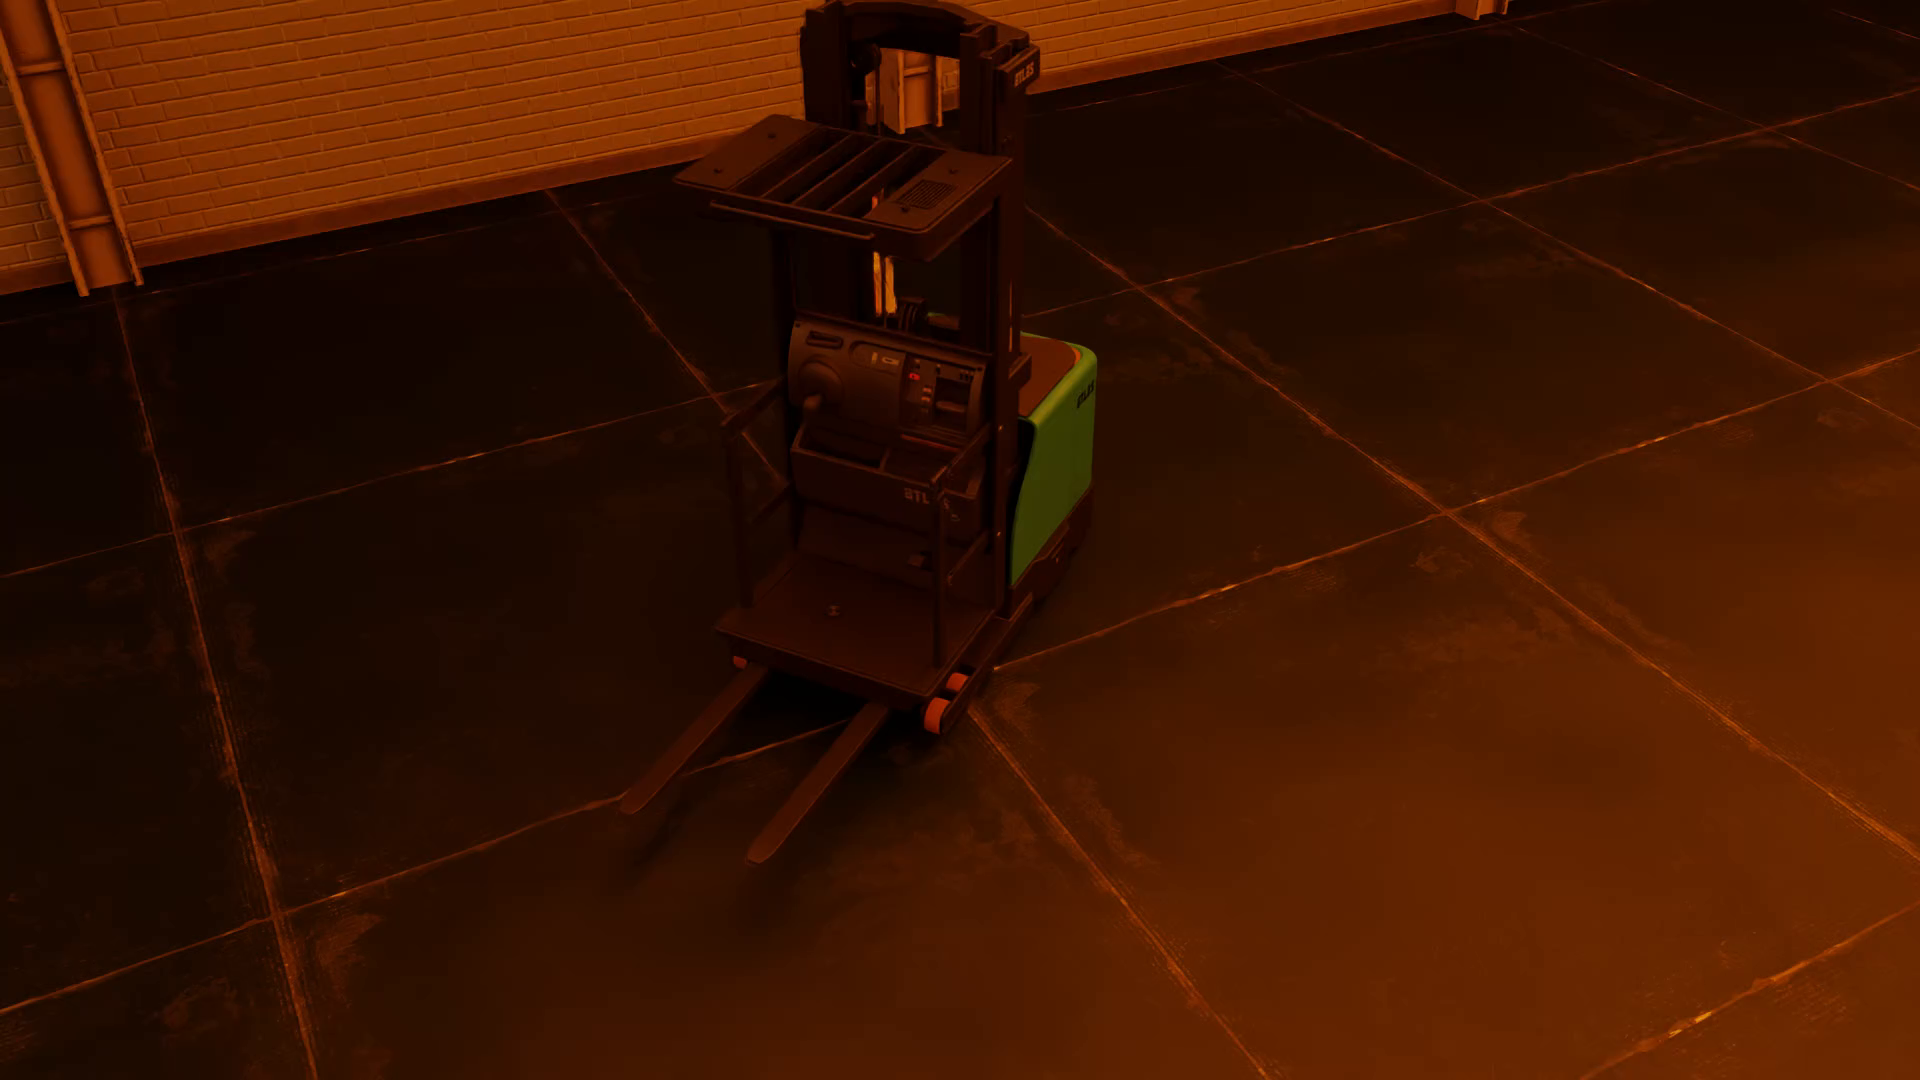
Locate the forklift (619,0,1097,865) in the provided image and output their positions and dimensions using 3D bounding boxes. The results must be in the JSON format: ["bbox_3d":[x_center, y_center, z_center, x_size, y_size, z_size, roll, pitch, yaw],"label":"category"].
[{"bbox_3d":[-0.415,-0.619,6.998,1.130,2.935,3.031,16,38,21],"label":"forklift"}]

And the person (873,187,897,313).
[{"bbox_3d":[-0.527,-1.228,9.027,0.484,1.596,0.780,-9,36,-12],"label":"person"}]
